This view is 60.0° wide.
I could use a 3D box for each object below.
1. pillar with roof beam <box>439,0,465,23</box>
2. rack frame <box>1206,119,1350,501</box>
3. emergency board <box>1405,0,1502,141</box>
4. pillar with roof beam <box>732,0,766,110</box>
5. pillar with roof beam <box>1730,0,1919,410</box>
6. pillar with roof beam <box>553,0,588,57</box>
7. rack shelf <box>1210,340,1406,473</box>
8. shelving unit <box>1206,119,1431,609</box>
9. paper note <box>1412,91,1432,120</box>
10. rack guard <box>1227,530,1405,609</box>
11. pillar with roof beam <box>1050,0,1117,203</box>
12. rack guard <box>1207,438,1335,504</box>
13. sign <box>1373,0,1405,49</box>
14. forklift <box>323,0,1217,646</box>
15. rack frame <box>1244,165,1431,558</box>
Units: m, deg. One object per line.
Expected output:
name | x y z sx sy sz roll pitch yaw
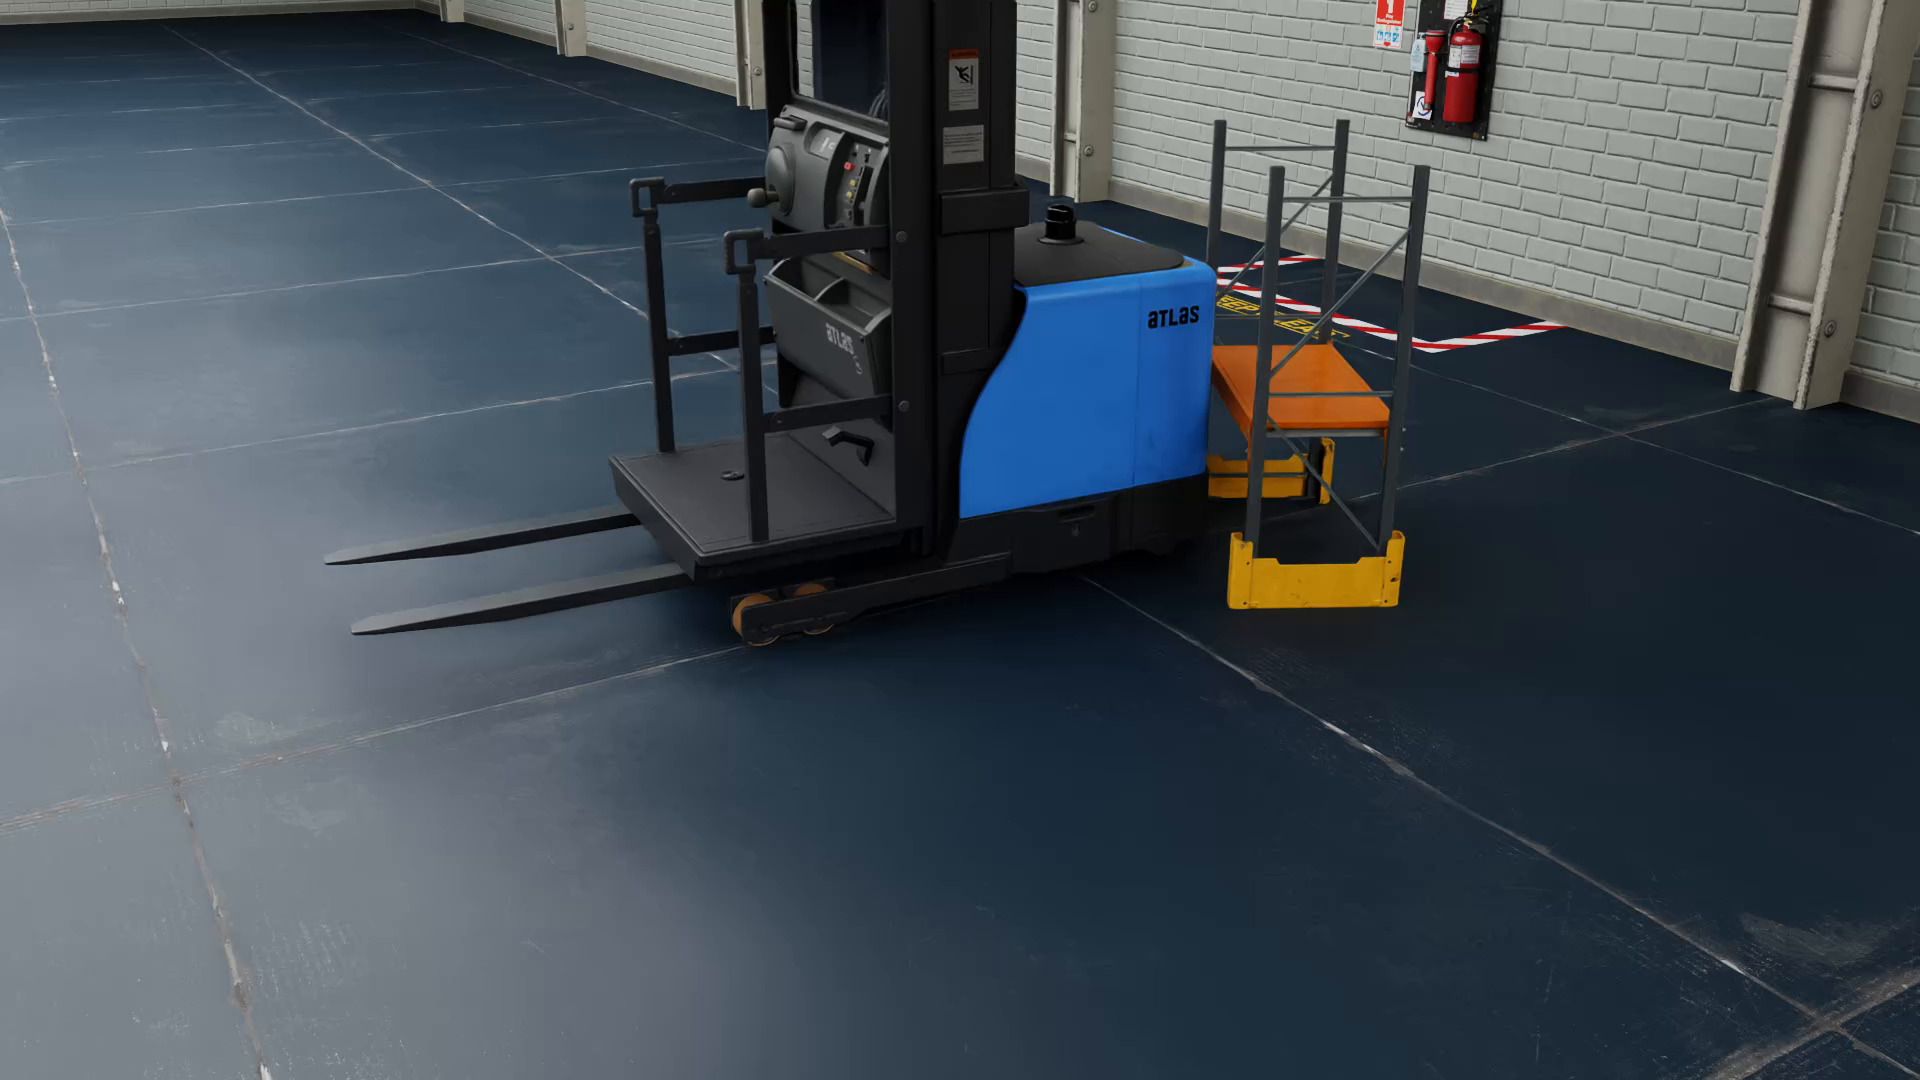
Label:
pillar with roof beam | -11.969 -11.813 23.424 9.100 9.000 0.400 -13 25 -28
rack frame | 1.191 -0.860 6.436 0.500 1.500 0.032 -1 22 -2
emergency board | 2.762 -2.900 9.463 0.194 1.169 0.643 -13 25 -28
pillar with roof beam | -5.840 -7.928 13.867 9.100 9.000 0.400 -13 25 -28
pillar with roof beam | 0.290 -4.044 4.310 9.100 9.000 0.400 -13 25 -28
pillar with roof beam | -8.905 -9.871 18.645 9.100 9.000 0.400 -13 25 -28
rack shelf | 1.207 -0.502 6.033 0.538 0.185 1.000 -1 22 -2
shelving unit | 1.208 -0.665 5.957 0.587 1.500 1.083 -1 22 -2
paper note | 2.730 -2.563 9.802 0.016 0.148 0.142 -13 25 -28
rack guard | 1.223 0.101 5.731 0.587 0.250 0.087 -1 22 -2
pillar with roof beam | -2.775 -5.986 9.088 9.100 9.000 0.400 -13 25 -28
rack guard | 1.192 -0.274 6.653 0.587 0.250 0.087 -1 22 -2
sign | 2.568 -3.115 9.945 0.001 0.329 0.234 -13 25 -28
forklift | -0.633 -1.236 5.461 3.031 2.935 1.130 -11 24 -25
rack frame | 1.223 -0.477 5.494 0.500 1.500 0.032 -1 22 -2
